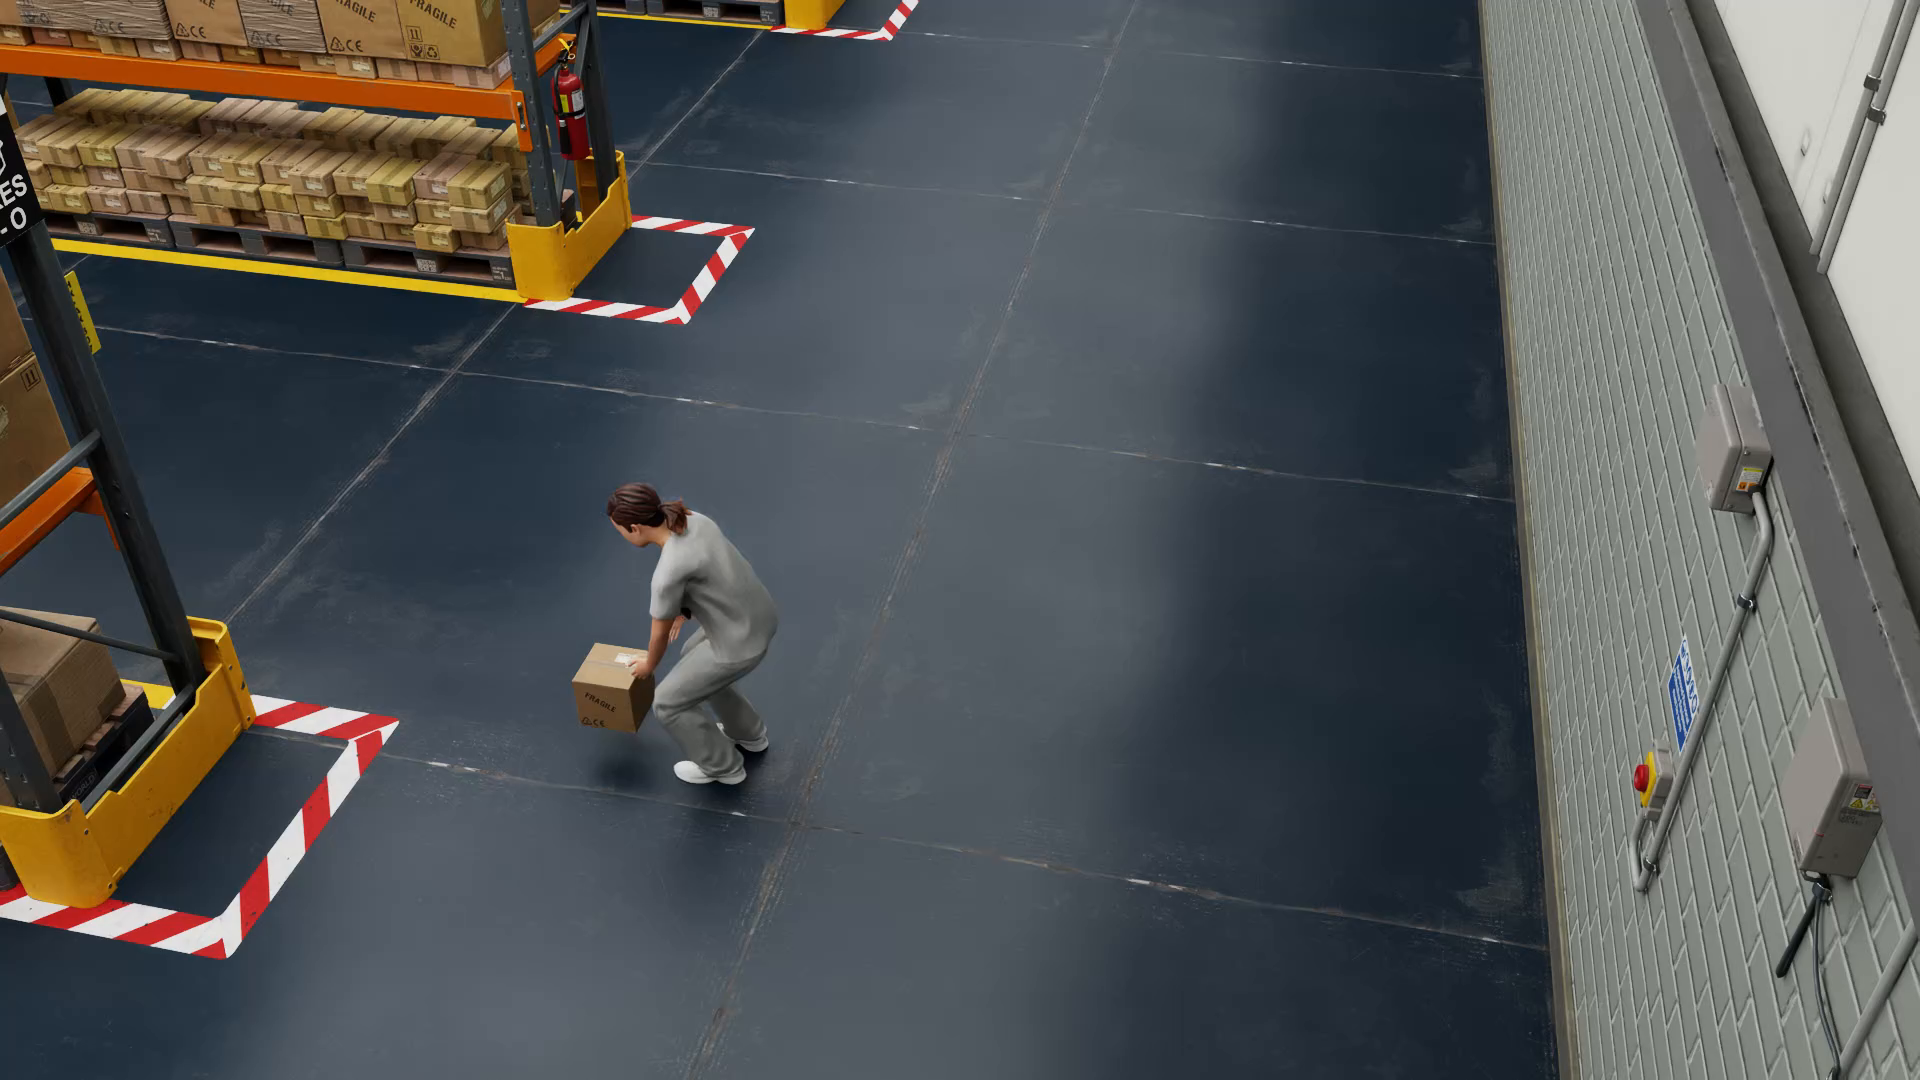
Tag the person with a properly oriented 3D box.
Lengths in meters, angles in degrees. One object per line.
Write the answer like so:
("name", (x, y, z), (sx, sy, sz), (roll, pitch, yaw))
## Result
("person", (-1.047, 0.388, 6.665), (0.614, 1.418, 0.490), (8, 37, 10))
